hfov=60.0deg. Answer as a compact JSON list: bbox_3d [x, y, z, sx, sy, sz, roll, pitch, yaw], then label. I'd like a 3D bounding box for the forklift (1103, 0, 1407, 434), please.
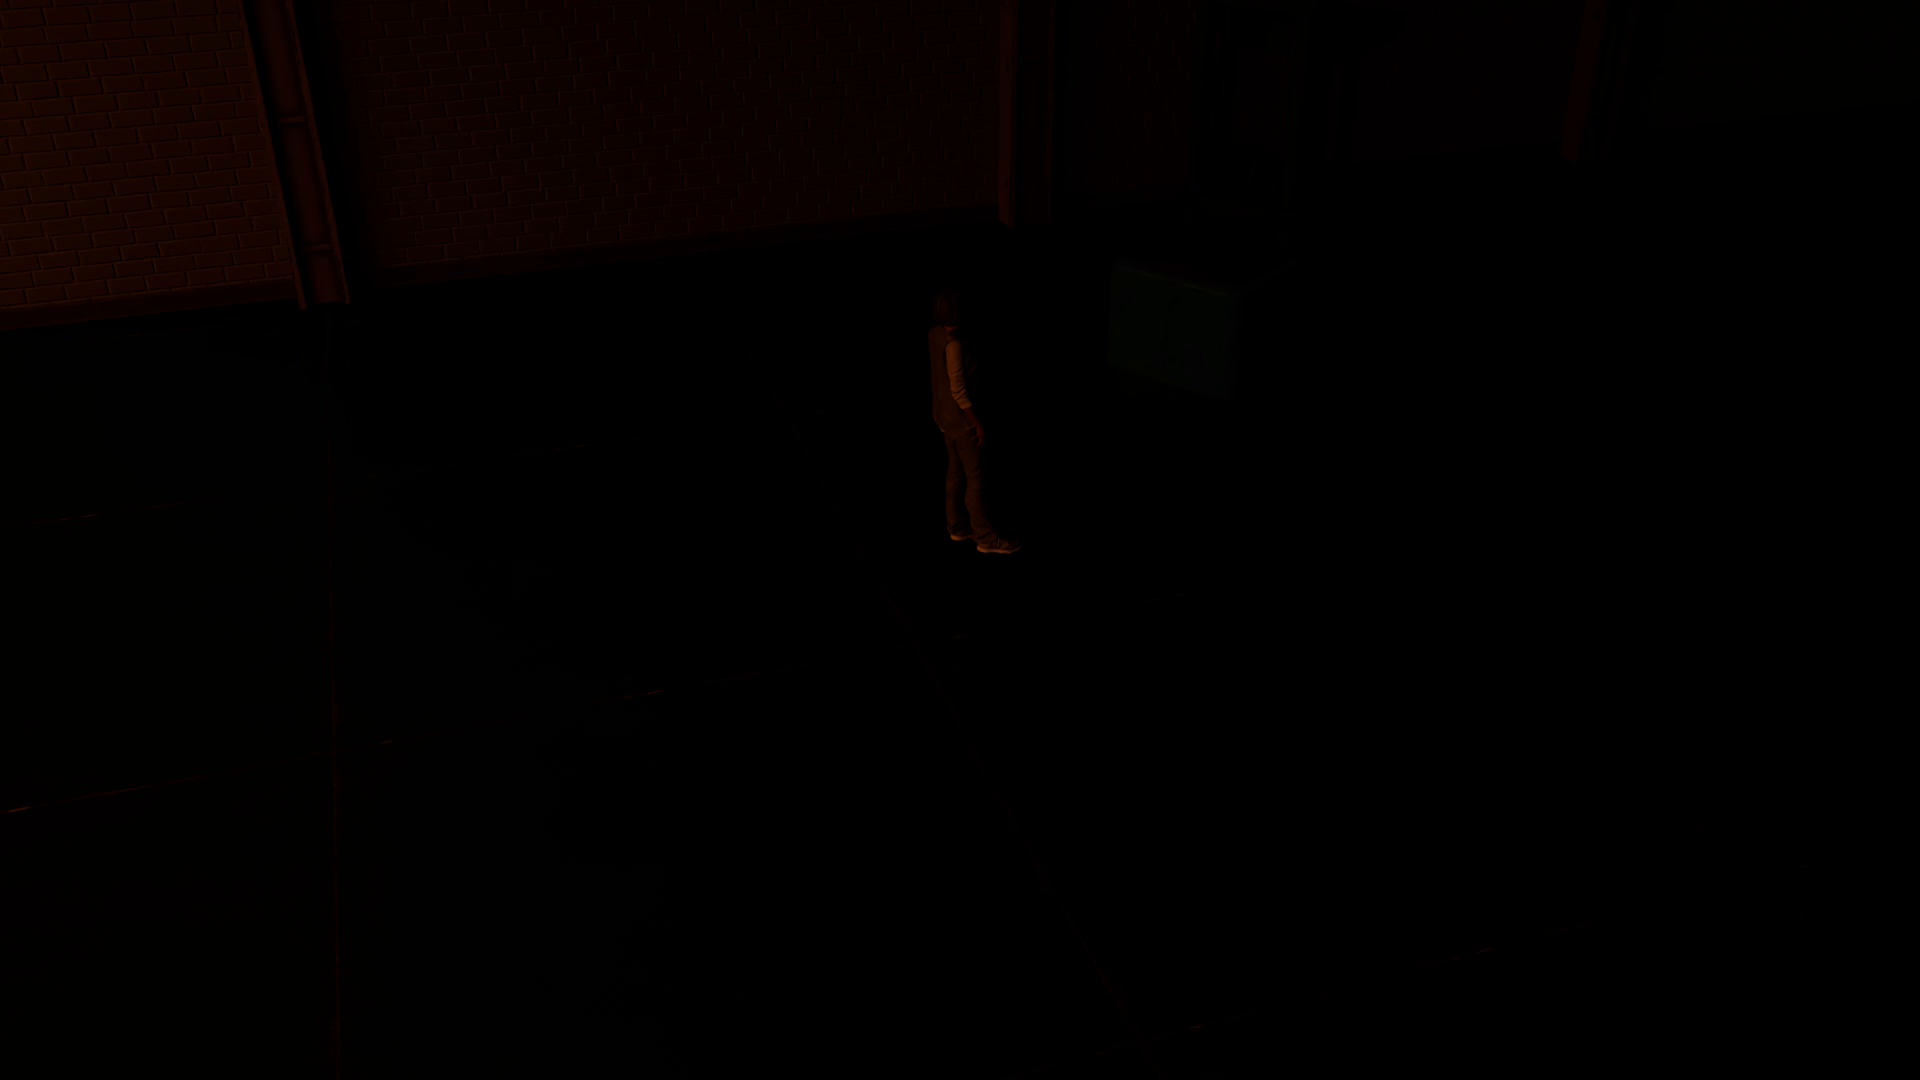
[{"bbox_3d":[2.317,-2.650,11.693,1.130,2.935,3.031,22,36,33],"label":"forklift"}]

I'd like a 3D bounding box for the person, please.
[{"bbox_3d":[0.074,-0.704,9.633,0.475,1.596,0.521,-10,31,-16],"label":"person"}]
